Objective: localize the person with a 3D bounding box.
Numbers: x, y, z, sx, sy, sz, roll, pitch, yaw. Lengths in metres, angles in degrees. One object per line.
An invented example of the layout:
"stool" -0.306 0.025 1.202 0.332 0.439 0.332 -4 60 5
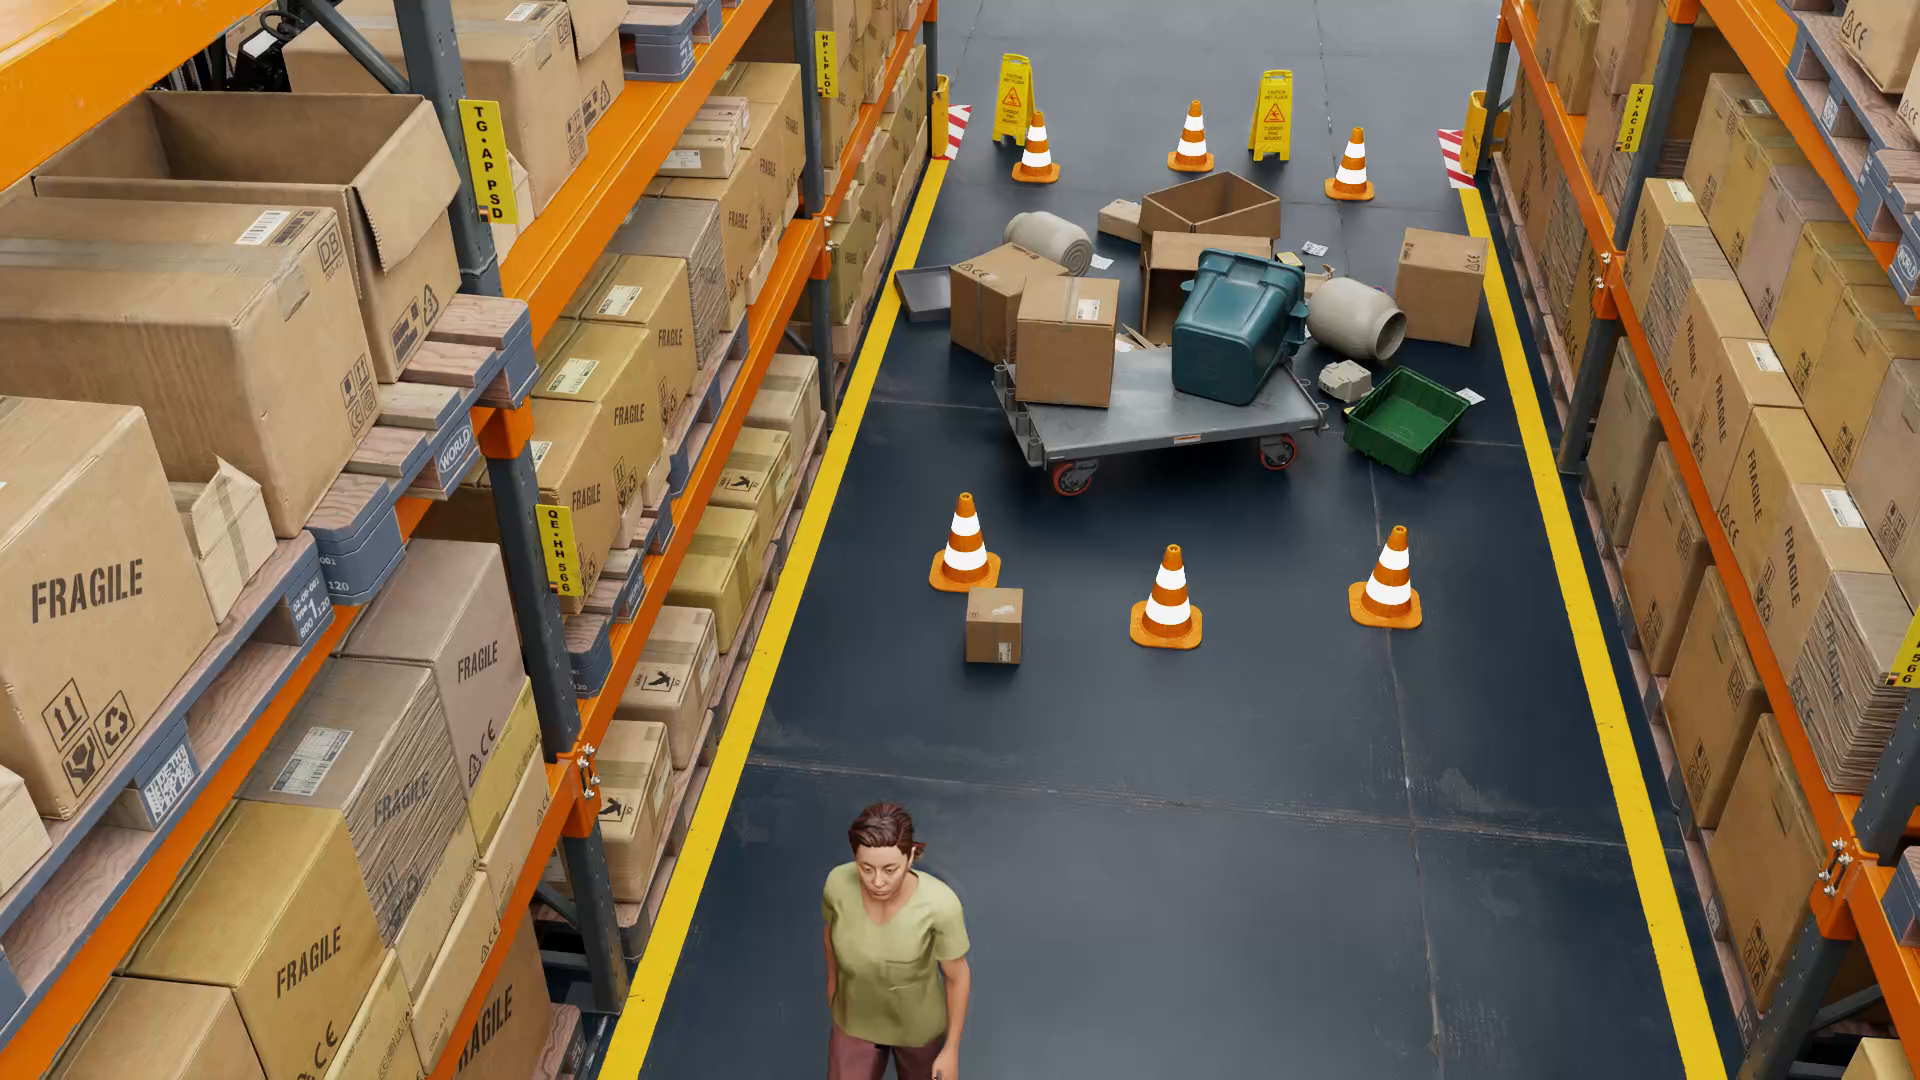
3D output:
"person" -0.217 1.603 5.066 0.478 1.404 0.861 5 37 7
